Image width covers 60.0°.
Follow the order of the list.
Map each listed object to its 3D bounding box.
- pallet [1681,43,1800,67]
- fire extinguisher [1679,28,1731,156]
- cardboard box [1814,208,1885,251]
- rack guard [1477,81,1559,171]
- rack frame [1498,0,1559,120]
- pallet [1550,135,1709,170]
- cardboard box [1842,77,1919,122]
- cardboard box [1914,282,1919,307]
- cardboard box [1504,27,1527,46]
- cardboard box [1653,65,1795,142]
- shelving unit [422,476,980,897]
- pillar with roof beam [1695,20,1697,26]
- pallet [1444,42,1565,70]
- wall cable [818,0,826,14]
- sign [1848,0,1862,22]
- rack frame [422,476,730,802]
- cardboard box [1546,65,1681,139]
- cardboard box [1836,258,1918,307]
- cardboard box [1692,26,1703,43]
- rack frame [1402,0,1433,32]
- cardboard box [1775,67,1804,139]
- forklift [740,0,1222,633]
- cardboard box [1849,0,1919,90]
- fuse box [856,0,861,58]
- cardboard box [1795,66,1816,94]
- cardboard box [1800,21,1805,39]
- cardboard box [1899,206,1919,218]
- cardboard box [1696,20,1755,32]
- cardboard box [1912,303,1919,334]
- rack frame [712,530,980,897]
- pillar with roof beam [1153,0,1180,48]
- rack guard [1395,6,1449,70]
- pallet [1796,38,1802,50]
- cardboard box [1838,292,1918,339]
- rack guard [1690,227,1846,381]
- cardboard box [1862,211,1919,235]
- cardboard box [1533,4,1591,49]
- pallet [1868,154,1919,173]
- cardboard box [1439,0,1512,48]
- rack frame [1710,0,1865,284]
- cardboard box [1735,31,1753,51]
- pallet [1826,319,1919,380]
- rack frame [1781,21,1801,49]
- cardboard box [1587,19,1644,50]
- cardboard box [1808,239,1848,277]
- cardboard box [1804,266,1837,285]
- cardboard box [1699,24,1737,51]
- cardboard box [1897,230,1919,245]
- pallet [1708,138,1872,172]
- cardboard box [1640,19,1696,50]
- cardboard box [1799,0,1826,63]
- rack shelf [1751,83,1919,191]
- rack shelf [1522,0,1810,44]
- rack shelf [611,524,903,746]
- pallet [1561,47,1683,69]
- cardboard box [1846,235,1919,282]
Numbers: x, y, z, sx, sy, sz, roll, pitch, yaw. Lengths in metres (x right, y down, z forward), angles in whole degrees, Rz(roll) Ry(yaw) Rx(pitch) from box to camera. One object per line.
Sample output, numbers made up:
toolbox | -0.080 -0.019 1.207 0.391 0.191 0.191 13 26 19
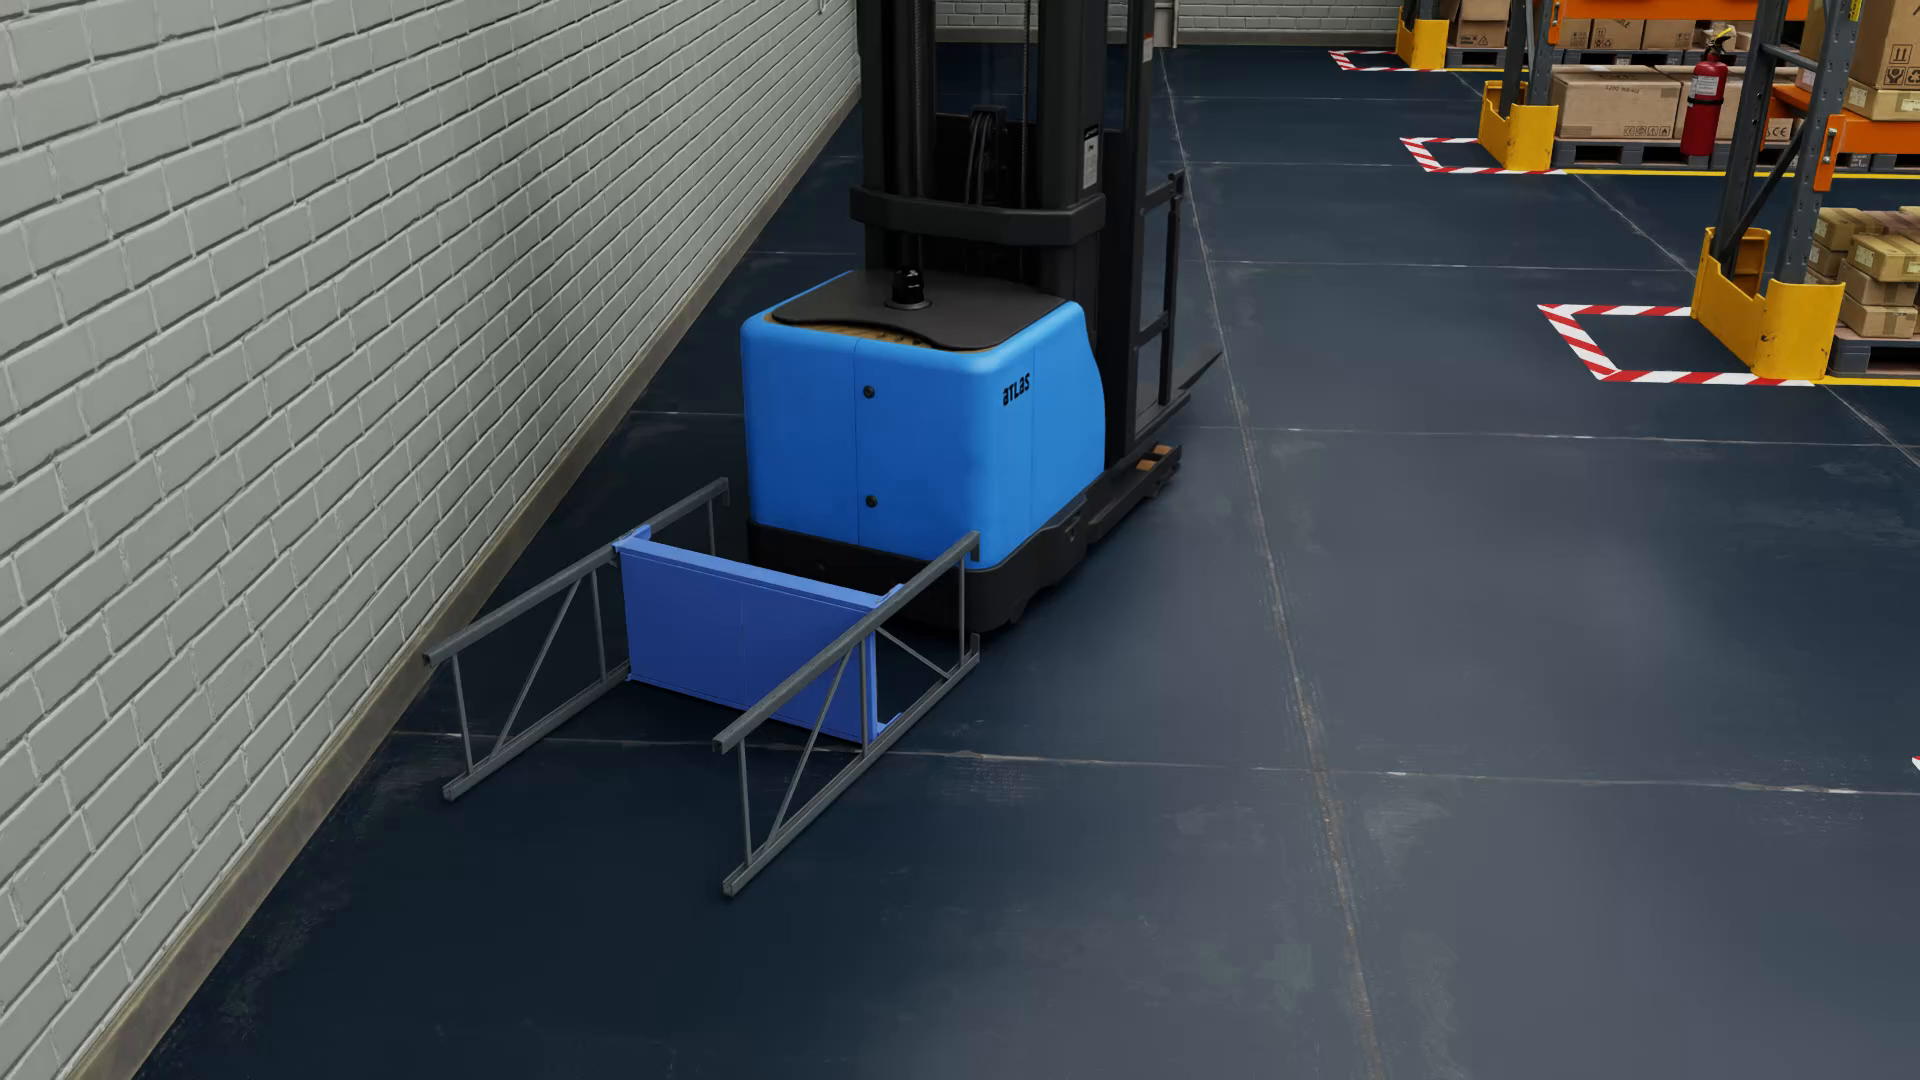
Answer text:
pallet | 8.206 -5.193 17.783 1.213 0.211 1.003 2 25 4
fire extinguisher | 4.032 -2.426 8.973 0.183 0.674 0.296 2 25 4
cardboard box | 4.795 -1.685 9.019 0.250 0.149 0.380 2 25 5
rack guard | 4.502 -3.362 13.458 0.348 0.500 1.175 2 25 4
rack frame | 4.526 -4.496 12.934 0.127 3.000 1.000 2 25 4
pallet | 5.329 -3.237 13.532 1.213 0.211 1.003 2 25 4
cardboard box | 4.546 -2.169 8.176 0.250 0.149 0.380 2 25 4
cardboard box | 5.019 -1.305 8.550 0.250 0.149 0.380 2 25 4
cardboard box | 5.926 -5.372 17.745 0.250 0.149 0.380 1 25 2
cardboard box | 6.105 -3.518 13.370 0.875 0.438 0.875 2 25 5
shelving unit | -0.744 0.376 5.288 1.048 0.538 1.500 12 27 25
pillar with roof beam | 7.936 -7.766 12.863 0.400 9.000 9.100 2 25 4
pallet | 5.773 -5.271 17.953 1.213 0.211 1.003 2 25 4
wall cable | -1.098 -5.143 13.086 0.123 1.953 0.585 2 25 4
sign | 4.206 -2.597 7.770 0.005 0.325 0.100 2 25 4
rack frame | -1.195 0.278 5.501 0.032 0.500 1.500 12 27 25
cardboard box | 5.192 -3.544 13.426 0.875 0.438 0.875 1 25 2
cardboard box | 4.751 -1.337 8.620 0.250 0.149 0.380 3 25 6
cardboard box | 7.818 -5.467 17.950 0.250 0.149 0.380 2 25 3
rack frame | 4.902 -6.565 17.430 0.127 3.000 1.000 2 25 4
cardboard box | 7.004 -3.489 13.306 0.875 0.438 0.875 1 25 2
forklift | 0.321 -1.586 6.691 1.130 2.935 3.031 12 27 24
cardboard box | 4.674 -2.481 8.078 0.500 0.500 0.500 3 25 6
fuse box | -0.792 -4.953 15.466 0.414 1.711 0.539 2 25 4
cardboard box | 4.595 -2.423 8.729 0.250 0.149 0.380 2 25 4
cardboard box | 9.403 -5.600 17.820 0.500 0.500 0.500 2 25 4
cardboard box | 5.309 -1.697 9.047 0.250 0.149 0.380 1 25 3
cardboard box | 8.250 -5.526 17.886 0.500 0.311 0.500 3 25 6
cardboard box | 5.013 -1.201 8.681 0.250 0.149 0.380 2 25 4
rack frame | -0.293 0.474 5.075 0.032 0.500 1.500 12 27 25
pillar with roof beam | 1.953 -7.958 13.280 0.400 9.000 9.100 2 25 4
rack guard | 4.978 -5.427 17.947 0.348 0.500 1.175 2 25 4
pallet | 9.704 -5.160 17.712 1.213 0.211 1.003 2 25 4
cardboard box | 4.746 -1.176 8.625 0.250 0.149 0.380 2 25 5
rack guard | 4.324 -1.292 8.960 0.348 0.500 1.175 2 25 4
cardboard box | 5.041 -1.653 8.950 0.250 0.149 0.380 2 25 5
cardboard box | 6.354 -5.518 17.641 0.500 0.500 0.700 3 25 6
pallet | 7.762 -3.159 13.362 1.213 0.211 1.003 2 25 4
cardboard box | 5.505 -5.563 17.735 0.637 0.503 0.797 1 25 2
rack frame | 4.248 -2.430 8.443 0.127 3.000 1.000 2 25 4
cardboard box | 8.313 -5.228 17.432 0.250 0.149 0.380 1 25 2
pallet | 5.131 -1.120 8.932 1.213 0.211 1.003 2 25 4
rack frame | 8.891 -6.437 17.152 0.127 3.000 1.000 2 25 4
cardboard box | 6.874 -5.459 17.514 0.500 0.500 0.500 2 25 5
cardboard box | 4.796 -1.563 9.111 0.250 0.149 0.380 1 25 3
cardboard box | 4.789 -1.396 9.103 0.250 0.149 0.380 2 25 5
cardboard box | 7.957 -5.293 17.433 0.258 0.266 0.396 3 25 6
cardboard box | 5.028 -1.479 8.572 0.250 0.149 0.380 2 25 5
pallet | 6.542 -3.197 13.444 1.213 0.211 1.003 2 25 4
cardboard box | 7.389 -5.485 17.569 0.500 0.500 0.700 1 25 2
cardboard box | 4.716 -2.704 8.562 0.500 0.500 0.500 2 25 5
rack shelf | 6.242 -2.039 8.454 4.000 0.370 1.077 2 25 4
rack shelf | 6.520 -4.106 12.945 4.000 0.370 1.077 2 25 4
rack shelf | -0.661 0.310 5.433 1.000 0.538 0.185 12 27 25
pallet | 6.986 -5.231 17.866 1.213 0.211 1.003 2 25 4
cardboard box | 4.744 -1.438 8.482 0.250 0.149 0.380 1 25 2
